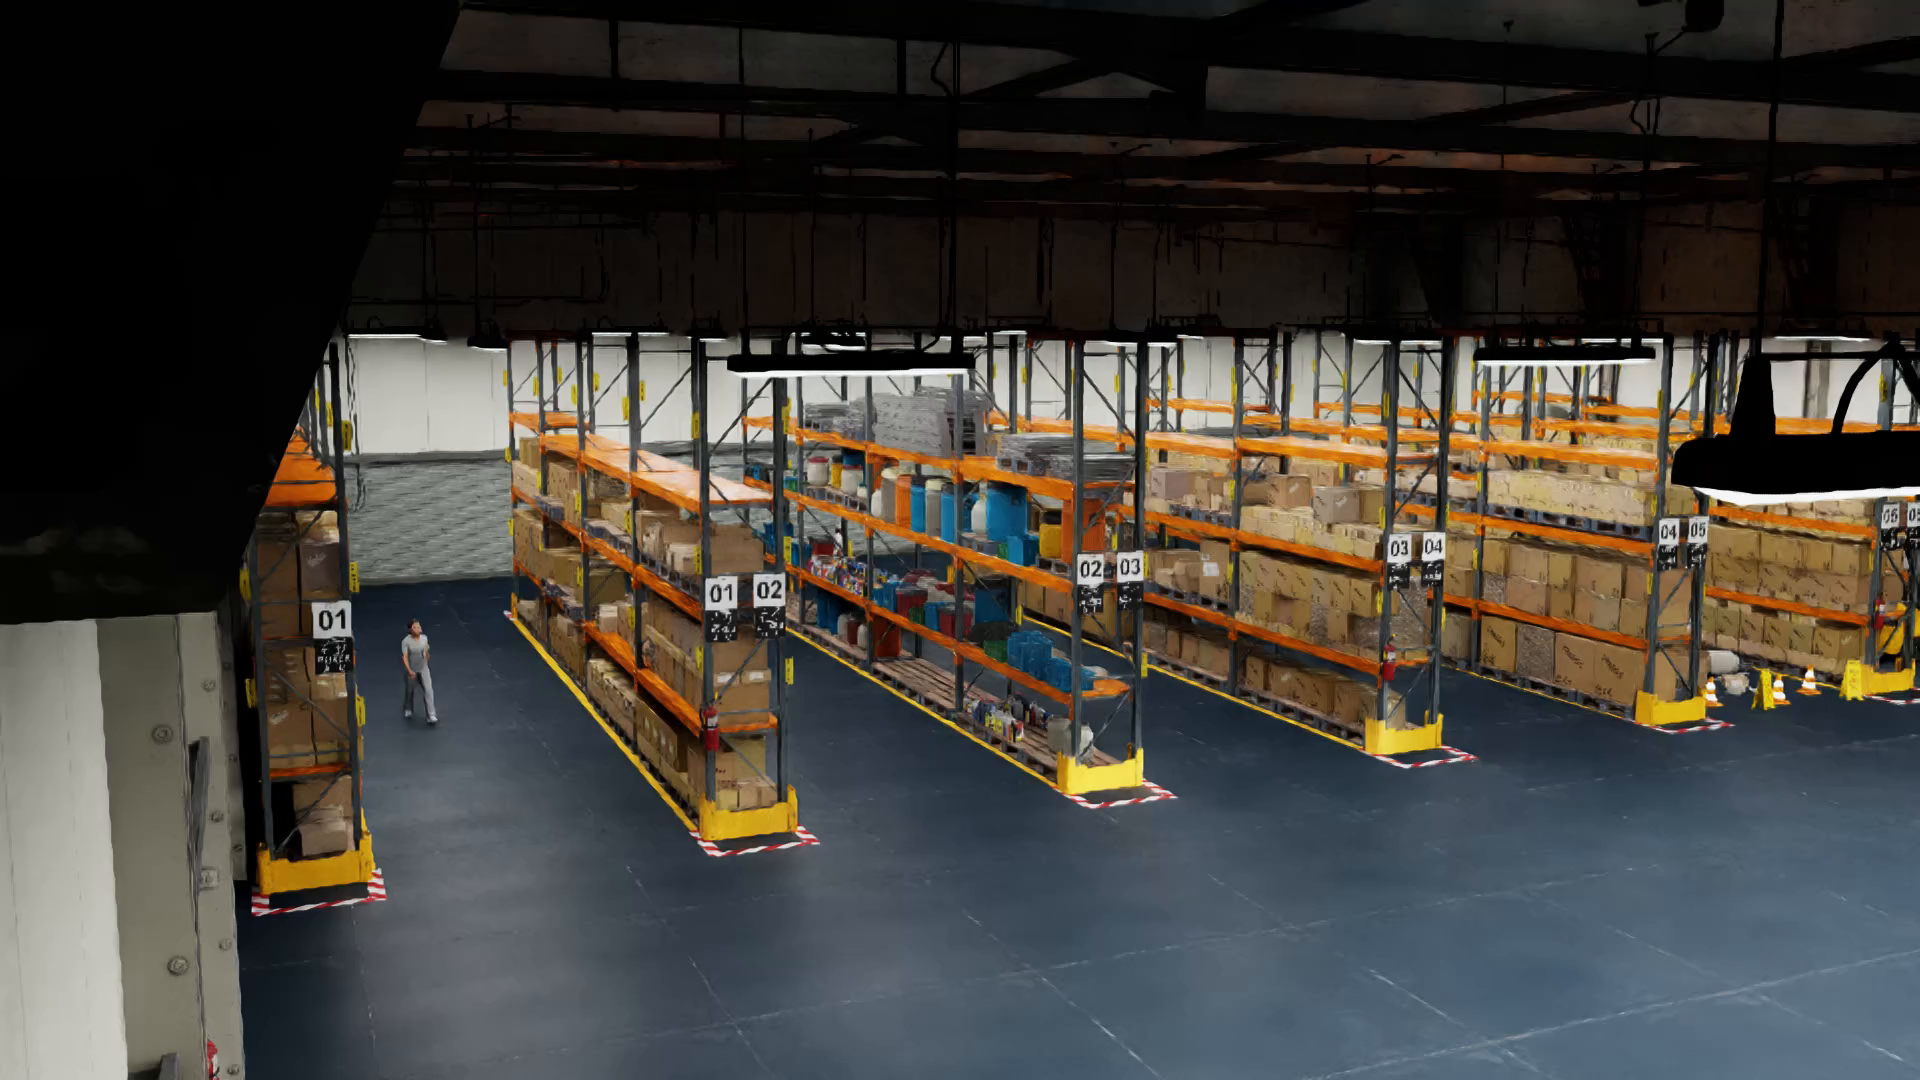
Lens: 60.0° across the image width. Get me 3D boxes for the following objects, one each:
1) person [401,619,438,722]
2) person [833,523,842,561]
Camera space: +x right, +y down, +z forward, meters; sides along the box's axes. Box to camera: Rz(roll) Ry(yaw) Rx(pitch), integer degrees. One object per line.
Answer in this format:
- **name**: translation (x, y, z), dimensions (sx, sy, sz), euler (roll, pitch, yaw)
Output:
- **person**: translation (-8.455, 2.014, 25.859), dimensions (0.444, 1.604, 1.016), euler (-5, 9, -31)
- **person**: translation (-2.694, 0.449, 37.142), dimensions (0.396, 1.666, 0.583), euler (-1, 8, -6)
